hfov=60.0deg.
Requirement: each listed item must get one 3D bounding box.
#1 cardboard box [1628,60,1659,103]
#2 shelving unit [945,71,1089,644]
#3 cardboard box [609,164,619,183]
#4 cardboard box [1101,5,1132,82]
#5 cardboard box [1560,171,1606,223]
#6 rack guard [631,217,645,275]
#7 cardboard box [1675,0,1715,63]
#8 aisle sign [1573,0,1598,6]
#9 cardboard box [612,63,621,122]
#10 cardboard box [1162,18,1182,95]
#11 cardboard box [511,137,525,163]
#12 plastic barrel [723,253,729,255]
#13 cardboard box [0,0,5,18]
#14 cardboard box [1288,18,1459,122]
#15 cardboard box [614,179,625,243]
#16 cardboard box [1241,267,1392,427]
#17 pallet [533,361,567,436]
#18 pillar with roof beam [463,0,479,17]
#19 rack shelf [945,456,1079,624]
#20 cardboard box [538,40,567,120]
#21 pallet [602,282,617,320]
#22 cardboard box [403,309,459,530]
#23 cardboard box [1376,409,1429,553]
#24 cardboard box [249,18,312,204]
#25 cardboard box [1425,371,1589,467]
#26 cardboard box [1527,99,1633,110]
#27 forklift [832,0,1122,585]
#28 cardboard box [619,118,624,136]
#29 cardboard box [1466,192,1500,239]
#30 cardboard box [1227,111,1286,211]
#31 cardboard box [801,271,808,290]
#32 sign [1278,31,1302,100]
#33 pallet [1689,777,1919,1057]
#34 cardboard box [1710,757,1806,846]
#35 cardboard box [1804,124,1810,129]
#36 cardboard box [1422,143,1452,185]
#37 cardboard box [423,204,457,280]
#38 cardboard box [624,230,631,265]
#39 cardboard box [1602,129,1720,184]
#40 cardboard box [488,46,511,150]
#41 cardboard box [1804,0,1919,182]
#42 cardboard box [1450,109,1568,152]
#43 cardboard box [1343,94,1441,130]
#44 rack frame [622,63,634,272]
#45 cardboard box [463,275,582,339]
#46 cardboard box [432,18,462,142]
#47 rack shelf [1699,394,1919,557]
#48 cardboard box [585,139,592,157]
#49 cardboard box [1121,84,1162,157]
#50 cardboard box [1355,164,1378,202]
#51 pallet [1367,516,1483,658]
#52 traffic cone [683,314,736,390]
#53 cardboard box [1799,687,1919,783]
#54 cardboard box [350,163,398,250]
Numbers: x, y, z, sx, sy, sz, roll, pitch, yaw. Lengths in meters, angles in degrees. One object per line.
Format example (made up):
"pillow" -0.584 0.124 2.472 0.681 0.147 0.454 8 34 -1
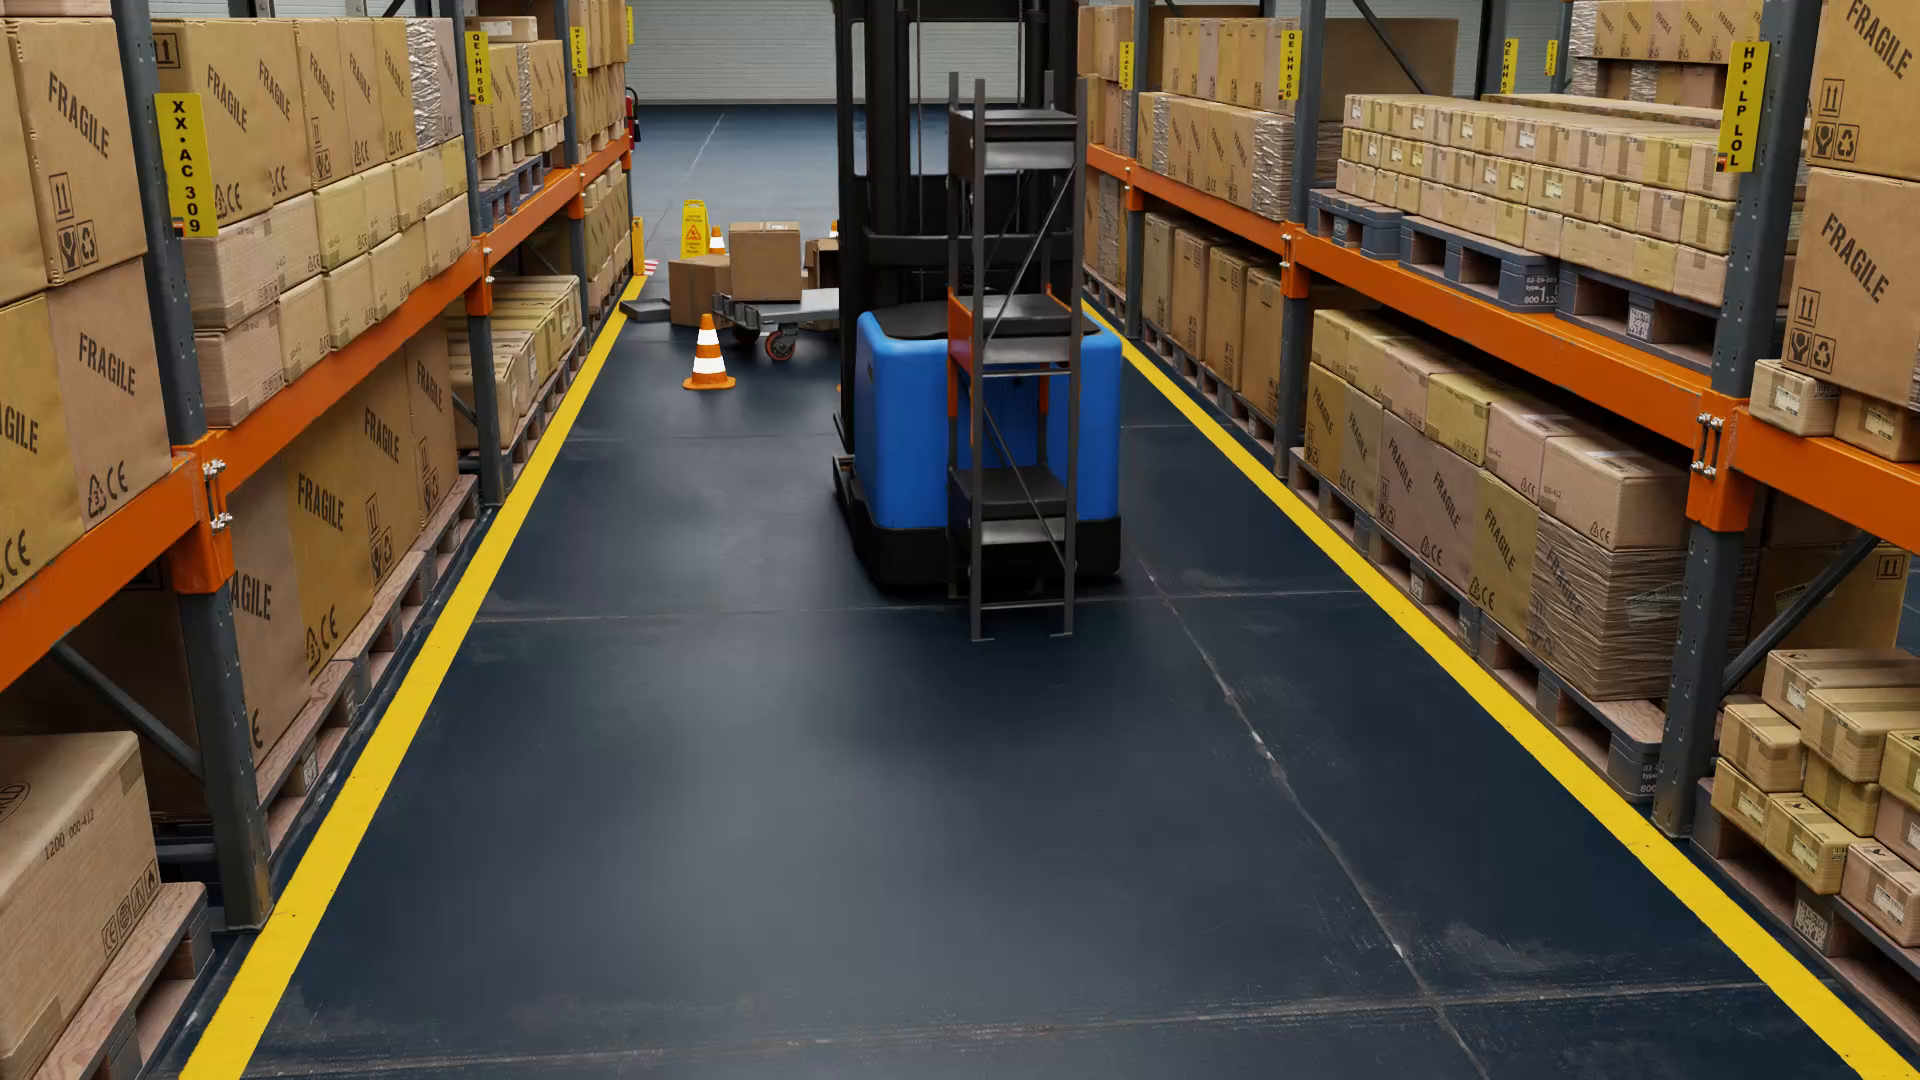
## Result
"cardboard box" 6.485 -4.010 14.777 0.875 0.500 0.500 -2 18 -6
"shelving unit" 0.198 -0.686 6.340 0.431 2.100 0.503 -3 19 -10
"cardboard box" -3.112 -3.117 14.152 0.380 0.149 0.250 -1 17 -5
"cardboard box" 1.568 -3.823 12.794 0.875 0.550 0.550 -2 18 -6
"cardboard box" 2.249 -1.151 5.556 0.380 0.149 0.250 -2 18 -7
"rack guard" -3.573 -2.759 15.630 1.175 0.500 0.348 -2 18 -6
"cardboard box" 6.265 -4.179 13.646 0.500 0.500 0.500 -2 18 -6
"aisle sign" 5.971 -5.530 15.943 0.394 0.787 0.004 -2 18 -6
"cardboard box" -3.204 -3.861 14.304 0.500 0.500 0.500 -2 18 -6
"cardboard box" 1.802 -3.342 11.479 0.700 0.500 0.500 -2 18 -7
"cardboard box" -2.723 -2.257 9.576 0.380 0.149 0.250 -1 17 -4
"plastic barrel" -1.862 -2.176 13.902 0.512 0.421 0.421 11 21 32
"cardboard box" -2.076 -1.069 3.156 0.380 0.149 0.250 -1 17 -4
"cardboard box" 2.121 -2.432 8.581 0.700 0.500 0.500 -2 18 -6
"cardboard box" -3.182 -2.834 14.335 0.500 0.500 0.500 -1 17 -4
"cardboard box" 2.184 -1.085 9.179 1.050 0.750 0.750 -2 18 -6
"pallet" -2.958 -0.856 10.050 1.003 0.211 1.213 -2 18 -6
"pillar with roof beam" -8.155 -15.518 42.081 9.100 9.000 0.400 -2 18 -6
"rack shelf" 0.196 -0.009 6.567 0.431 0.518 0.480 -3 19 -10
"cardboard box" -2.893 -3.042 10.993 0.500 0.500 0.500 -2 18 -7
"pallet" -3.402 -2.015 13.744 1.003 0.211 1.213 -2 18 -6
"cardboard box" -2.767 -0.569 7.327 0.875 0.875 0.875 -2 18 -6
"cardboard box" 2.089 -0.260 6.970 0.500 0.500 0.500 -2 18 -7
"cardboard box" -2.183 -1.214 4.701 0.500 0.500 0.500 -2 18 -6
"cardboard box" 2.133 -0.472 6.393 0.500 0.250 0.500 -3 18 -8
"cardboard box" 2.714 -1.853 7.297 0.380 0.149 0.250 -1 17 -4
"forklift" -0.050 -1.612 7.920 1.130 2.935 3.031 -3 18 -8
"cardboard box" -3.193 -3.677 14.802 0.380 0.149 0.250 -2 18 -6
"cardboard box" 2.167 -1.242 6.344 0.380 0.149 0.250 -2 18 -7
"cardboard box" 1.794 -2.096 9.178 0.500 0.500 0.500 -2 18 -6
"cardboard box" -1.437 -2.286 14.710 0.380 0.149 0.250 8 19 23
"sign" 1.605 -2.308 8.087 0.100 0.325 0.005 -2 18 -6
"pallet" 2.674 0.948 4.306 1.003 0.211 1.213 -2 18 -6
"cardboard box" 2.288 0.696 4.510 0.380 0.149 0.250 -3 18 -8
"cardboard box" 2.905 -1.312 5.572 0.380 0.149 0.250 -2 18 -6
"cardboard box" 2.119 -1.536 6.784 0.380 0.149 0.250 -2 18 -6
"cardboard box" -2.377 -1.225 6.820 0.500 0.250 0.500 -1 17 -5
"cardboard box" -3.228 -2.623 14.913 0.500 0.250 0.500 -2 18 -6
"cardboard box" 2.281 -1.217 5.270 0.380 0.149 0.250 -2 18 -7
"cardboard box" -2.633 -2.277 8.557 0.500 0.500 0.500 -1 17 -3
"cardboard box" 2.374 -1.107 3.861 0.500 0.500 0.500 -1 17 -4
"cardboard box" 2.149 -1.603 6.499 0.380 0.149 0.250 -1 17 -4
"cardboard box" 2.013 -1.993 7.742 0.380 0.149 0.250 -2 18 -6
"rack frame" -3.581 -3.974 15.328 1.000 3.000 0.127 -2 18 -6
"cardboard box" -3.112 -1.573 11.365 0.950 0.372 0.625 -2 17 -5
"cardboard box" -2.442 -1.969 7.106 0.500 0.500 0.500 -2 18 -7
"rack shelf" 2.776 0.357 2.732 1.077 0.370 4.000 -2 18 -6
"cardboard box" -3.008 -2.993 12.622 0.380 0.149 0.250 -1 17 -4
"cardboard box" 1.695 -3.146 12.441 0.875 0.550 0.550 -2 18 -6
"cardboard box" 2.030 -1.635 7.594 0.380 0.149 0.250 -1 17 -3
"pallet" 2.359 0.152 6.839 1.003 0.211 1.213 -2 18 -6
"traffic cone" -1.648 -1.246 10.873 0.336 0.463 0.334 -2 18 -6
"cardboard box" 2.369 0.487 4.183 0.380 0.149 0.250 -1 17 -3
"cardboard box" -2.270 -1.162 5.786 0.500 0.250 0.500 -2 18 -7
